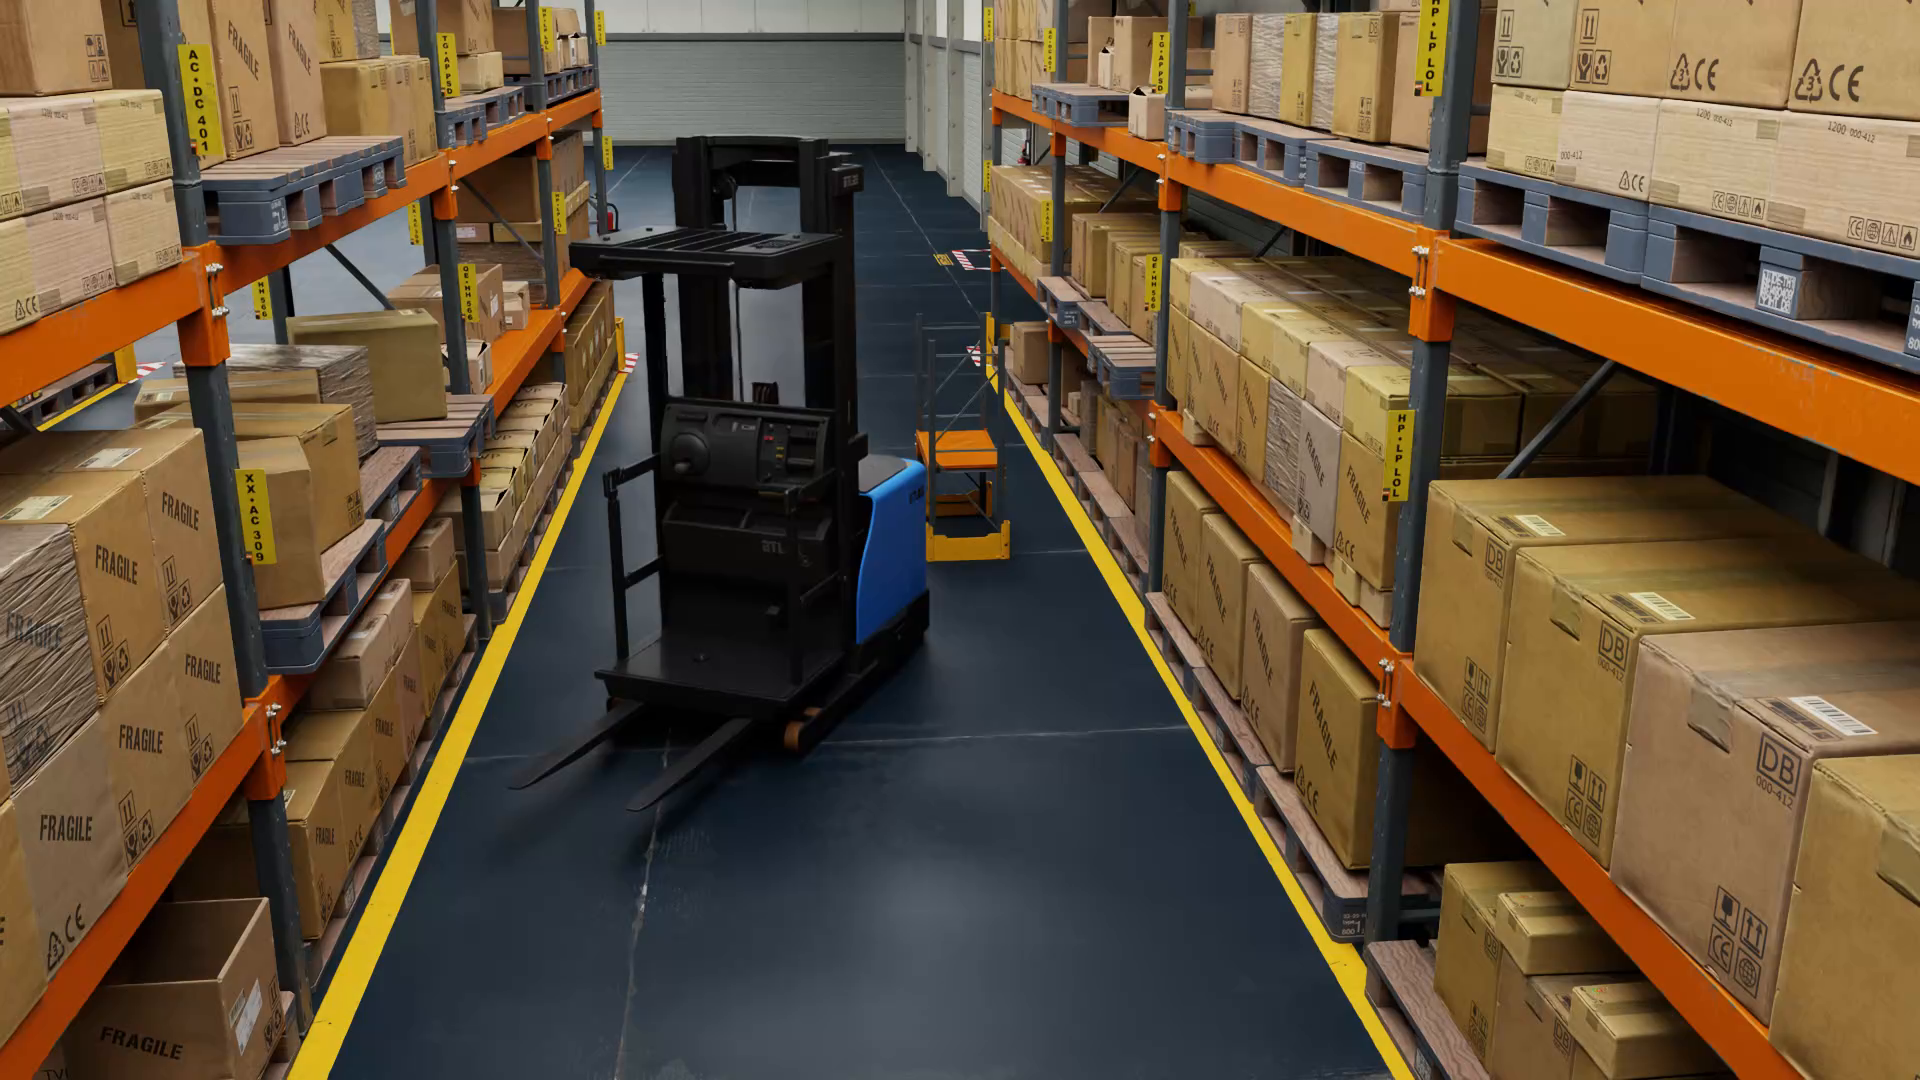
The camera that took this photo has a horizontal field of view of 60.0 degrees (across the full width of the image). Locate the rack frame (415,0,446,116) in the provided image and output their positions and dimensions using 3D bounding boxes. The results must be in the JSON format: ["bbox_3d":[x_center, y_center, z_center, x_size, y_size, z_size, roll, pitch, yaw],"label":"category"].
[{"bbox_3d":[-3.269,-3.697,8.431,1.000,3.000,0.127,-2,18,-6],"label":"rack frame"}]

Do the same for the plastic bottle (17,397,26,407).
[{"bbox_3d":[-8.383,-1.326,14.706,0.152,0.276,0.135,-2,18,-7],"label":"plastic bottle"}]

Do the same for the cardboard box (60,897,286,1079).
[{"bbox_3d":[-2.515,1.500,5.329,0.500,0.500,0.500,-2,18,-6],"label":"cardboard box"}]

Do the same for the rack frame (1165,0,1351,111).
[{"bbox_3d":[1.658,-3.852,8.922,1.000,3.000,0.127,-2,18,-6],"label":"rack frame"}]

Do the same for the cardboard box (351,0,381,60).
[{"bbox_3d":[-3.230,-2.661,8.301,0.500,0.500,0.500,-2,18,-6],"label":"cardboard box"}]

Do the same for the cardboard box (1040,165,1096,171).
[{"bbox_3d":[1.093,-3.535,16.893,0.500,0.500,0.500,-2,18,-6],"label":"cardboard box"}]

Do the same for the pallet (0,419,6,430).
[{"bbox_3d":[-8.637,-0.746,13.701,1.003,0.211,1.213,-2,18,-6],"label":"pallet"}]

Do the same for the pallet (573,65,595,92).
[{"bbox_3d":[-4.047,-4.396,15.812,1.003,0.211,1.213,-2,18,-6],"label":"pallet"}]

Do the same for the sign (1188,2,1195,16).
[{"bbox_3d":[1.797,-4.065,13.089,0.100,0.325,0.005,-2,18,-6],"label":"sign"}]

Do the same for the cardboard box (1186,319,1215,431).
[{"bbox_3d":[1.498,-0.880,8.774,0.500,0.500,0.500,-1,17,-4],"label":"cardboard box"}]

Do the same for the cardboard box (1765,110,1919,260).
[{"bbox_3d":[2.030,-0.733,3.380,0.500,0.250,0.500,-2,18,-7],"label":"cardboard box"}]

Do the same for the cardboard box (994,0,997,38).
[{"bbox_3d":[0.631,-5.216,16.406,0.500,0.500,0.500,-3,18,-10],"label":"cardboard box"}]

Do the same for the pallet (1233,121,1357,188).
[{"bbox_3d":[1.896,-1.807,7.733,1.003,0.211,1.213,-1,17,-3],"label":"pallet"}]

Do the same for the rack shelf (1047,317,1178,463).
[{"bbox_3d":[1.452,-1.242,11.826,1.077,0.370,4.000,-2,18,-6],"label":"rack shelf"}]

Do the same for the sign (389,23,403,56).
[{"bbox_3d":[-4.233,-3.725,12.531,0.100,0.325,0.005,-2,18,-6],"label":"sign"}]

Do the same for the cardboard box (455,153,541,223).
[{"bbox_3d":[-3.733,-2.826,13.337,0.700,0.500,0.500,-2,18,-5],"label":"cardboard box"}]

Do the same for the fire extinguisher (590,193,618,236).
[{"bbox_3d":[-3.644,-3.231,17.091,0.296,0.674,0.183,-2,18,-6],"label":"fire extinguisher"}]

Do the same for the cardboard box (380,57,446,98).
[{"bbox_3d":[-3.491,-2.855,10.304,0.500,0.250,0.500,-2,18,-7],"label":"cardboard box"}]

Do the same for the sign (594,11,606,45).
[{"bbox_3d":[-3.553,-5.047,16.392,0.100,0.325,0.005,-2,18,-6],"label":"sign"}]

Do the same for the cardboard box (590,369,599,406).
[{"bbox_3d":[-3.521,-1.361,14.894,0.500,0.250,0.500,-2,18,-6],"label":"cardboard box"}]

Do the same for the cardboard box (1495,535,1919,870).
[{"bbox_3d":[2.180,0.439,4.770,0.980,0.700,0.700,-2,18,-7],"label":"cardboard box"}]

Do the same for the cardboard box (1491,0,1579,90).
[{"bbox_3d":[1.865,-1.542,4.703,0.500,0.500,0.500,-2,18,-6],"label":"cardboard box"}]

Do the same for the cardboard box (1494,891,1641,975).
[{"bbox_3d":[1.900,1.219,5.176,0.380,0.149,0.250,-1,17,-4],"label":"cardboard box"}]

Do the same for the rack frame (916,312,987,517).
[{"bbox_3d":[-0.061,-0.892,12.016,0.500,1.500,0.032,-2,18,-6],"label":"rack frame"}]

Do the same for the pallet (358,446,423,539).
[{"bbox_3d":[-3.064,-0.164,7.513,1.003,0.211,1.213,-2,18,-6],"label":"pallet"}]

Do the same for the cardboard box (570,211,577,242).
[{"bbox_3d":[-3.954,-2.822,15.493,0.700,0.500,0.500,-2,18,-5],"label":"cardboard box"}]

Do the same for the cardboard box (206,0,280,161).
[{"bbox_3d":[-2.927,-1.721,6.109,0.600,0.600,0.600,-2,18,-6],"label":"cardboard box"}]

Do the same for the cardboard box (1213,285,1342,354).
[{"bbox_3d":[1.560,-1.094,8.205,0.500,0.250,0.500,-2,18,-5],"label":"cardboard box"}]

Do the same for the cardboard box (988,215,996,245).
[{"bbox_3d":[0.567,-3.156,16.938,0.500,0.250,0.500,-2,18,-7],"label":"cardboard box"}]

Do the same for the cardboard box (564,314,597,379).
[{"bbox_3d":[-3.521,-1.719,14.782,0.500,0.500,0.500,-2,18,-6],"label":"cardboard box"}]

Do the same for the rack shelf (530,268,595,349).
[{"bbox_3d":[-3.888,-2.280,15.131,1.077,0.370,4.000,-2,18,-6],"label":"rack shelf"}]

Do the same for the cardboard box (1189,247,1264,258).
[{"bbox_3d":[1.593,-1.658,9.967,0.380,0.149,0.250,-4,18,-13],"label":"cardboard box"}]

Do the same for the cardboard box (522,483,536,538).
[{"bbox_3d":[-3.143,-0.193,11.174,0.500,0.250,0.500,-2,18,-7],"label":"cardboard box"}]

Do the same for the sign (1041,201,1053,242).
[{"bbox_3d":[0.707,-2.575,13.426,0.100,0.325,0.005,-2,18,-6],"label":"sign"}]

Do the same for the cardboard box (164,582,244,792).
[{"bbox_3d":[-2.549,0.450,5.069,0.500,0.500,0.500,-1,17,-5],"label":"cardboard box"}]

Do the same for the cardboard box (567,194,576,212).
[{"bbox_3d":[-3.730,-3.082,15.237,0.380,0.149,0.250,-1,17,-4],"label":"cardboard box"}]

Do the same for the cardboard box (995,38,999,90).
[{"bbox_3d":[0.619,-4.754,16.603,0.500,0.500,0.500,-1,17,-4],"label":"cardboard box"}]

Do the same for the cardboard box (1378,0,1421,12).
[{"bbox_3d":[2.038,-2.274,6.752,0.500,0.250,0.500,-2,18,-7],"label":"cardboard box"}]

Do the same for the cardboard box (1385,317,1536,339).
[{"bbox_3d":[2.165,-0.804,7.283,0.500,0.250,0.500,-2,18,-7],"label":"cardboard box"}]

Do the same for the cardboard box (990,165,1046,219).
[{"bbox_3d":[0.583,-3.517,16.837,0.500,0.500,0.500,-2,18,-6],"label":"cardboard box"}]

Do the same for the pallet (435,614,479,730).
[{"bbox_3d":[-3.229,0.719,9.035,1.003,0.211,1.213,-2,18,-6],"label":"pallet"}]

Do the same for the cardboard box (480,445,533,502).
[{"bbox_3d":[-3.144,-0.465,11.102,0.500,0.311,0.500,-2,18,-7],"label":"cardboard box"}]

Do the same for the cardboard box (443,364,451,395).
[{"bbox_3d":[-3.263,-0.902,9.692,0.500,0.311,0.500,-1,17,-2],"label":"cardboard box"}]

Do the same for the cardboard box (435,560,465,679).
[{"bbox_3d":[-2.939,0.419,8.774,0.500,0.500,0.500,-1,17,-3],"label":"cardboard box"}]

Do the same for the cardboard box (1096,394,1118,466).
[{"bbox_3d":[1.441,-0.827,12.743,0.700,0.500,0.500,-2,18,-7],"label":"cardboard box"}]

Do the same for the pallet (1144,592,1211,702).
[{"bbox_3d":[1.664,0.578,9.483,1.003,0.211,1.213,-2,18,-6],"label":"pallet"}]

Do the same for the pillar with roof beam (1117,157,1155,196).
[{"bbox_3d":[-2.517,-5.920,15.511,9.100,9.000,0.400,-2,18,-6],"label":"pillar with roof beam"}]

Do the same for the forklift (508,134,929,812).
[{"bbox_3d":[-1.176,-0.472,8.286,1.130,2.935,3.031,6,19,20],"label":"forklift"}]

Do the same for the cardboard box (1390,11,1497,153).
[{"bbox_3d":[2.089,-1.752,6.340,0.700,0.500,0.500,-3,18,-9],"label":"cardboard box"}]

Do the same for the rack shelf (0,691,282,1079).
[{"bbox_3d":[-2.650,1.296,3.743,1.077,0.370,4.000,-2,18,-6],"label":"rack shelf"}]

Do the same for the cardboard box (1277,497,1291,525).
[{"bbox_3d":[1.667,-0.159,7.562,0.380,0.149,0.250,-2,18,-7],"label":"cardboard box"}]

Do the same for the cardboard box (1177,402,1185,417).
[{"bbox_3d":[1.462,-0.774,9.520,0.380,0.149,0.250,-2,18,-6],"label":"cardboard box"}]

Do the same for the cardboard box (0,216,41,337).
[{"bbox_3d":[-2.440,-0.568,3.722,0.500,0.250,0.500,-2,18,-6],"label":"cardboard box"}]

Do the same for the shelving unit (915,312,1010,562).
[{"bbox_3d":[-0.008,-0.738,11.525,0.587,1.500,1.083,-2,18,-6],"label":"shelving unit"}]

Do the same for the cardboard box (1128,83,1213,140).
[{"bbox_3d":[1.315,-2.594,10.038,0.500,0.311,0.500,-2,18,-6],"label":"cardboard box"}]
